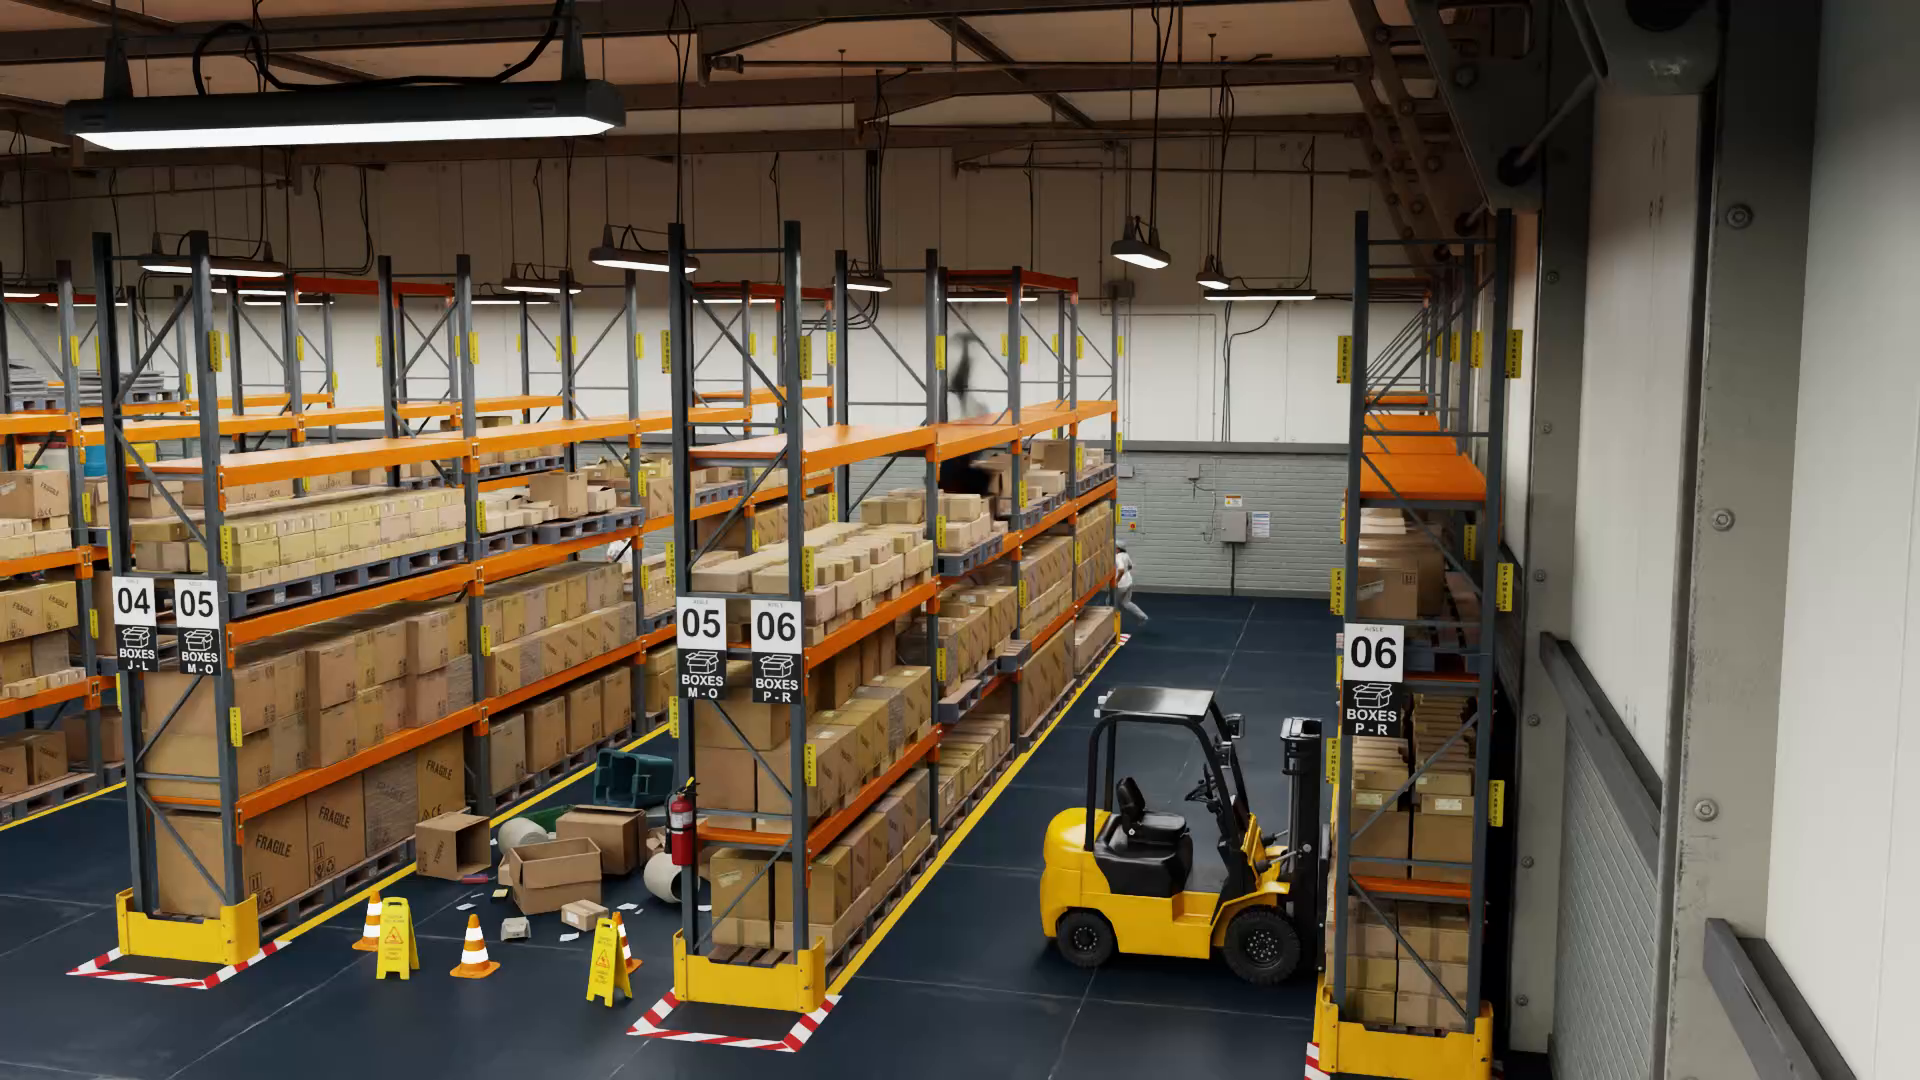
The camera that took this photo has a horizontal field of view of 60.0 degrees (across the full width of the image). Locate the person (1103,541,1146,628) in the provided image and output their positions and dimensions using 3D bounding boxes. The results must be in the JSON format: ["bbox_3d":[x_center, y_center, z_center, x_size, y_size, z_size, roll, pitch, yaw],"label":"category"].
[{"bbox_3d":[2.752,0.815,29.091,0.885,1.629,0.682,4,8,31],"label":"person"}]

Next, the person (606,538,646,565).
[{"bbox_3d":[-6.088,0.578,30.752,0.585,1.750,0.716,6,9,42],"label":"person"}]
